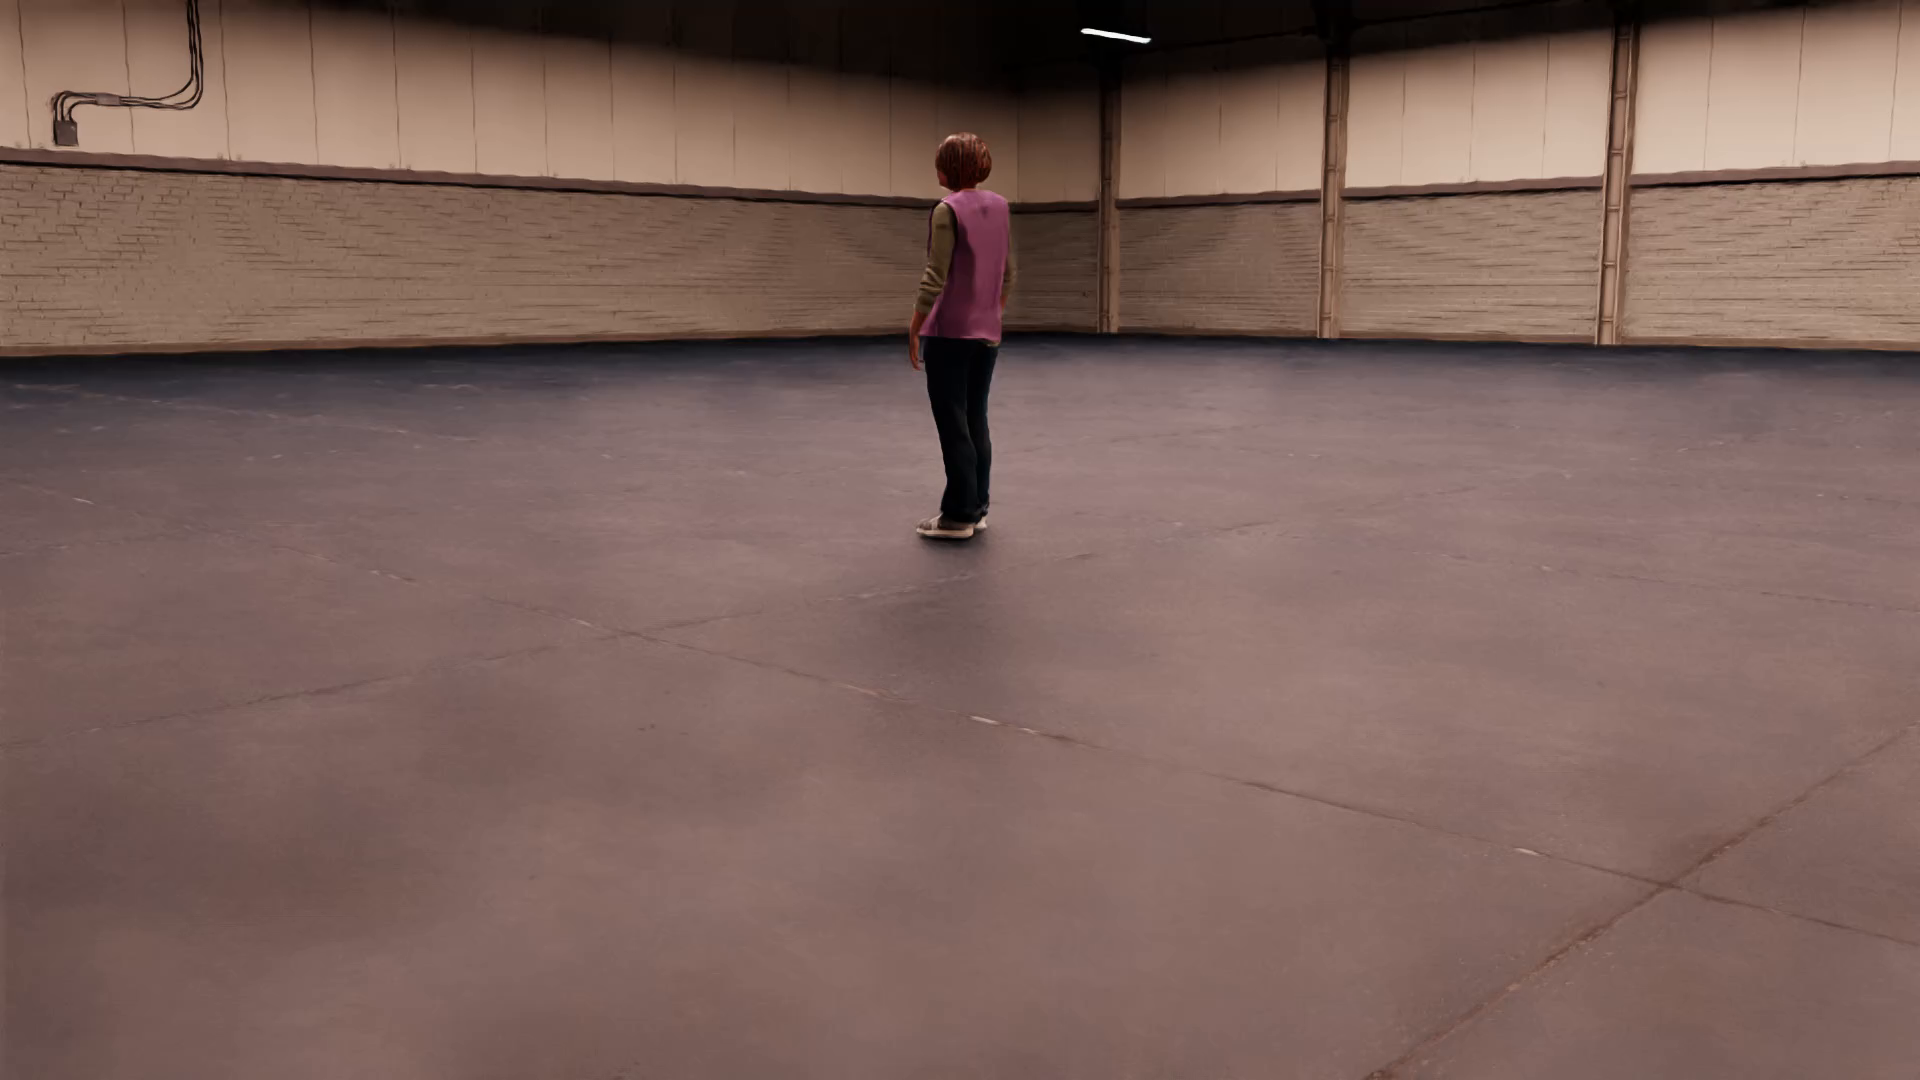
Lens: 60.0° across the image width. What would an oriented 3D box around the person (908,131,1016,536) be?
[{"bbox_3d":[-0.044,-0.806,6.658,0.474,1.597,0.520,8,12,43],"label":"person"}]
